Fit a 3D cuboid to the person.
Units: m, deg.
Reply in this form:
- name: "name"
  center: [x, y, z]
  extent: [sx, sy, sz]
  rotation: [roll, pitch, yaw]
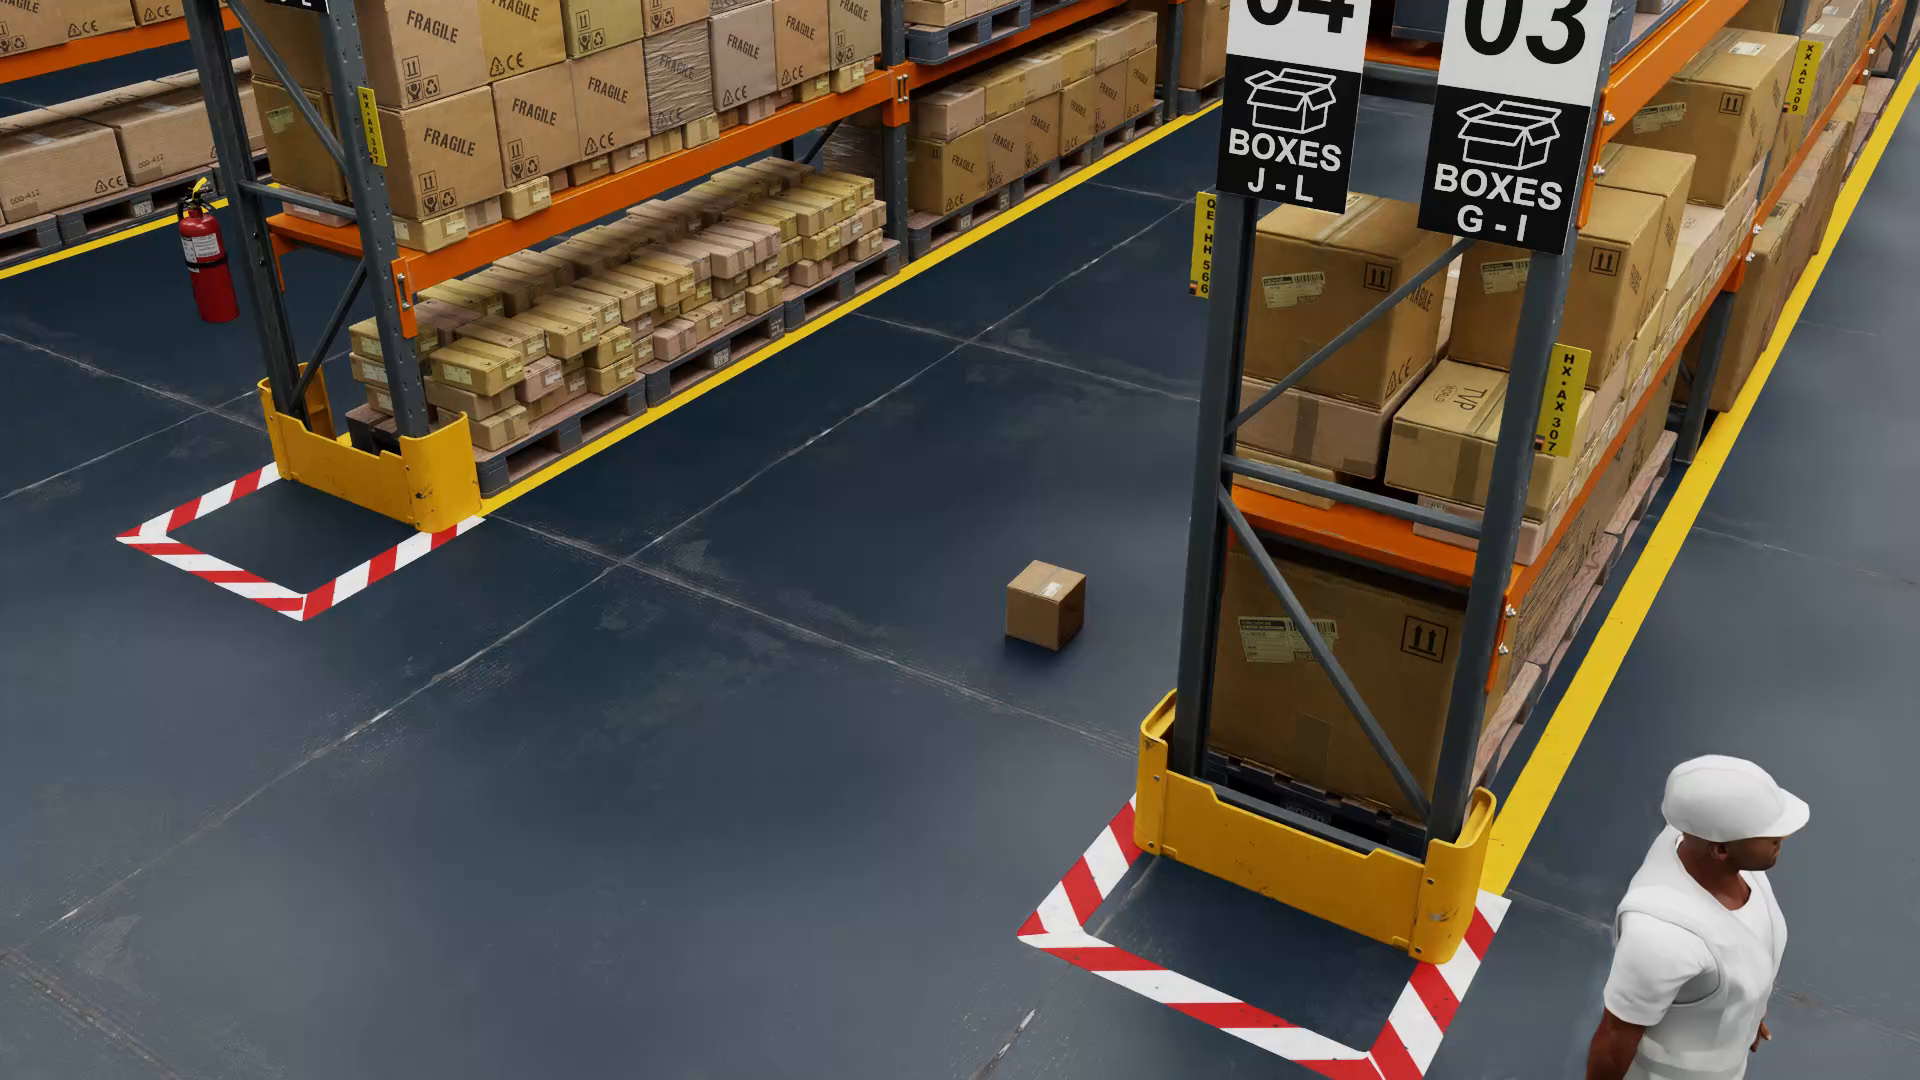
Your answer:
- name: "person"
  center: [1.722, 1.213, 4.037]
  extent: [0.986, 1.729, 0.579]
  rotation: [16, 34, 25]
